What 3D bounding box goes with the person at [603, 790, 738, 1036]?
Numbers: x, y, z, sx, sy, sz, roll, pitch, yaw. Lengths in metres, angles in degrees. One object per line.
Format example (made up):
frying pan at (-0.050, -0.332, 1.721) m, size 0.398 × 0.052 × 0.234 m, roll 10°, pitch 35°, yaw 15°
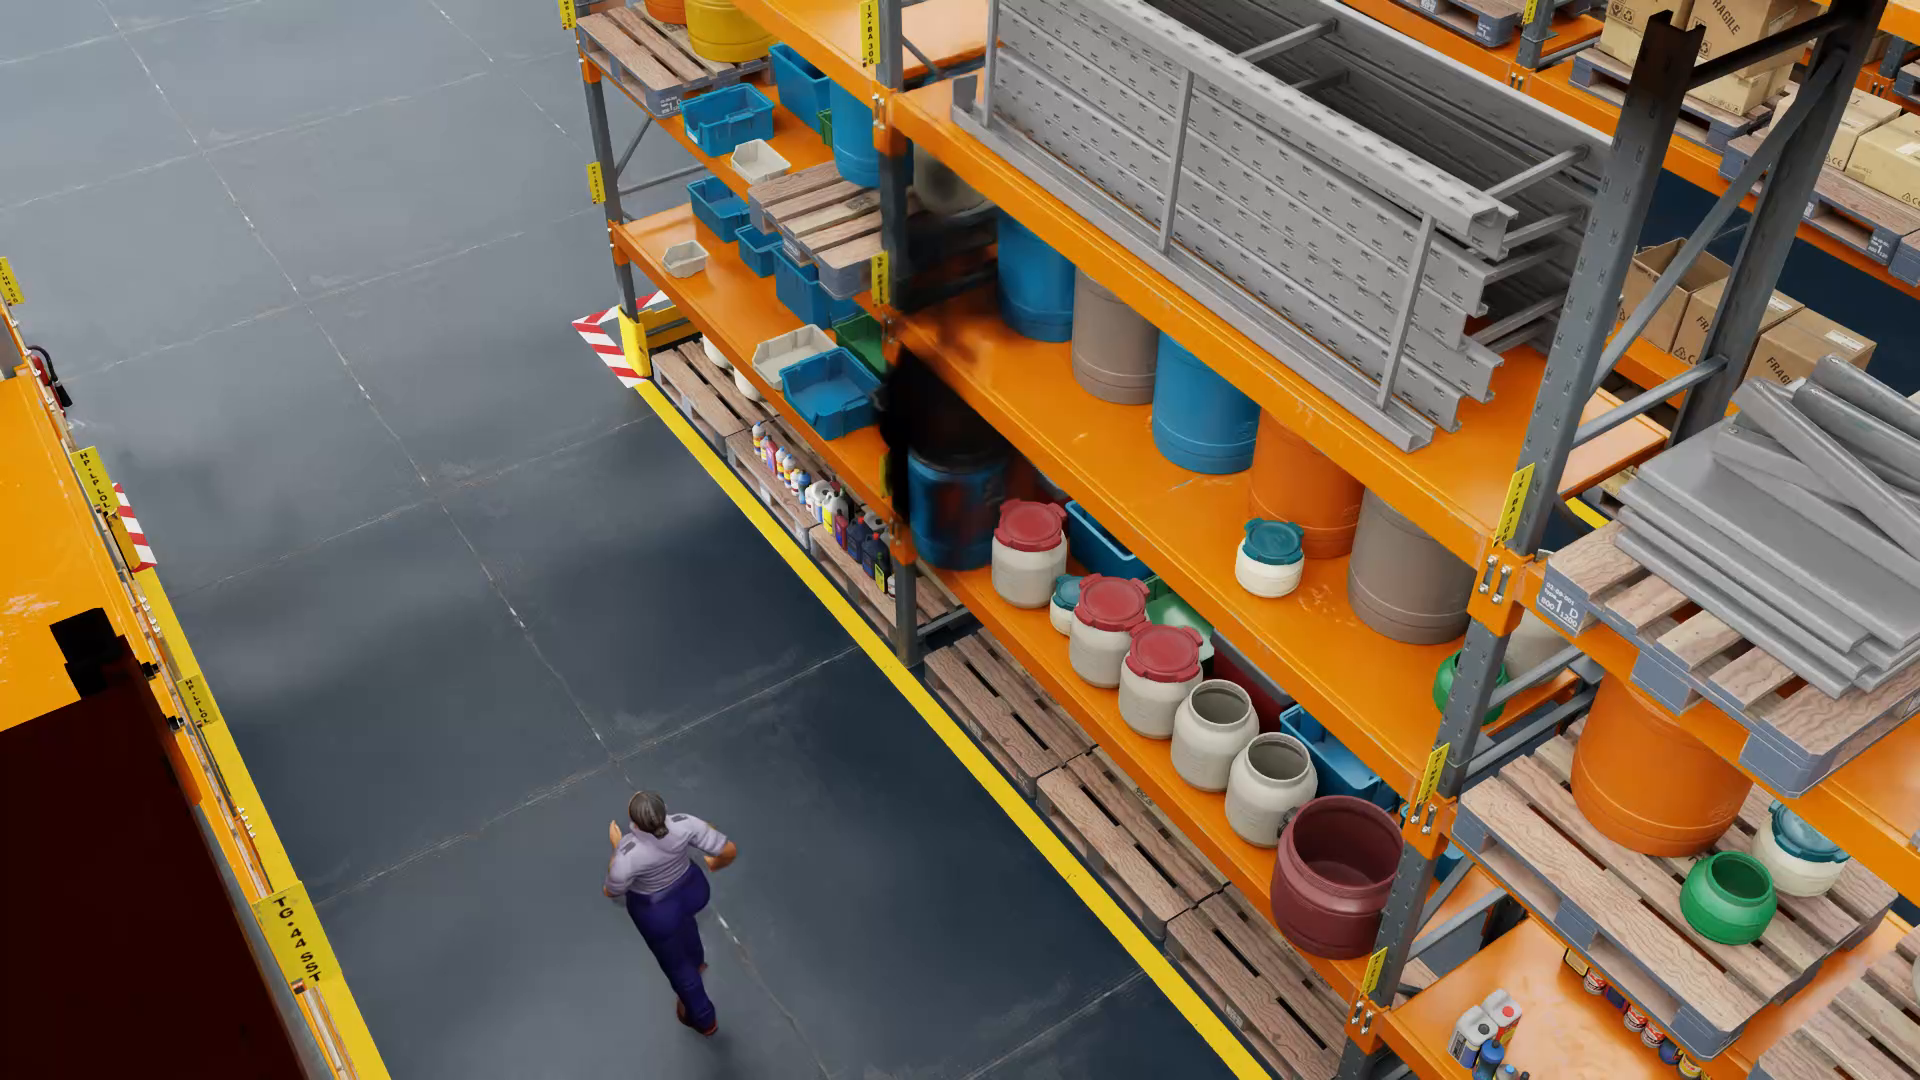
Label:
person at (-1.447, 1.799, 8.219) m, size 0.698 × 1.763 × 0.576 m, roll 32°, pitch 52°, yaw 30°
